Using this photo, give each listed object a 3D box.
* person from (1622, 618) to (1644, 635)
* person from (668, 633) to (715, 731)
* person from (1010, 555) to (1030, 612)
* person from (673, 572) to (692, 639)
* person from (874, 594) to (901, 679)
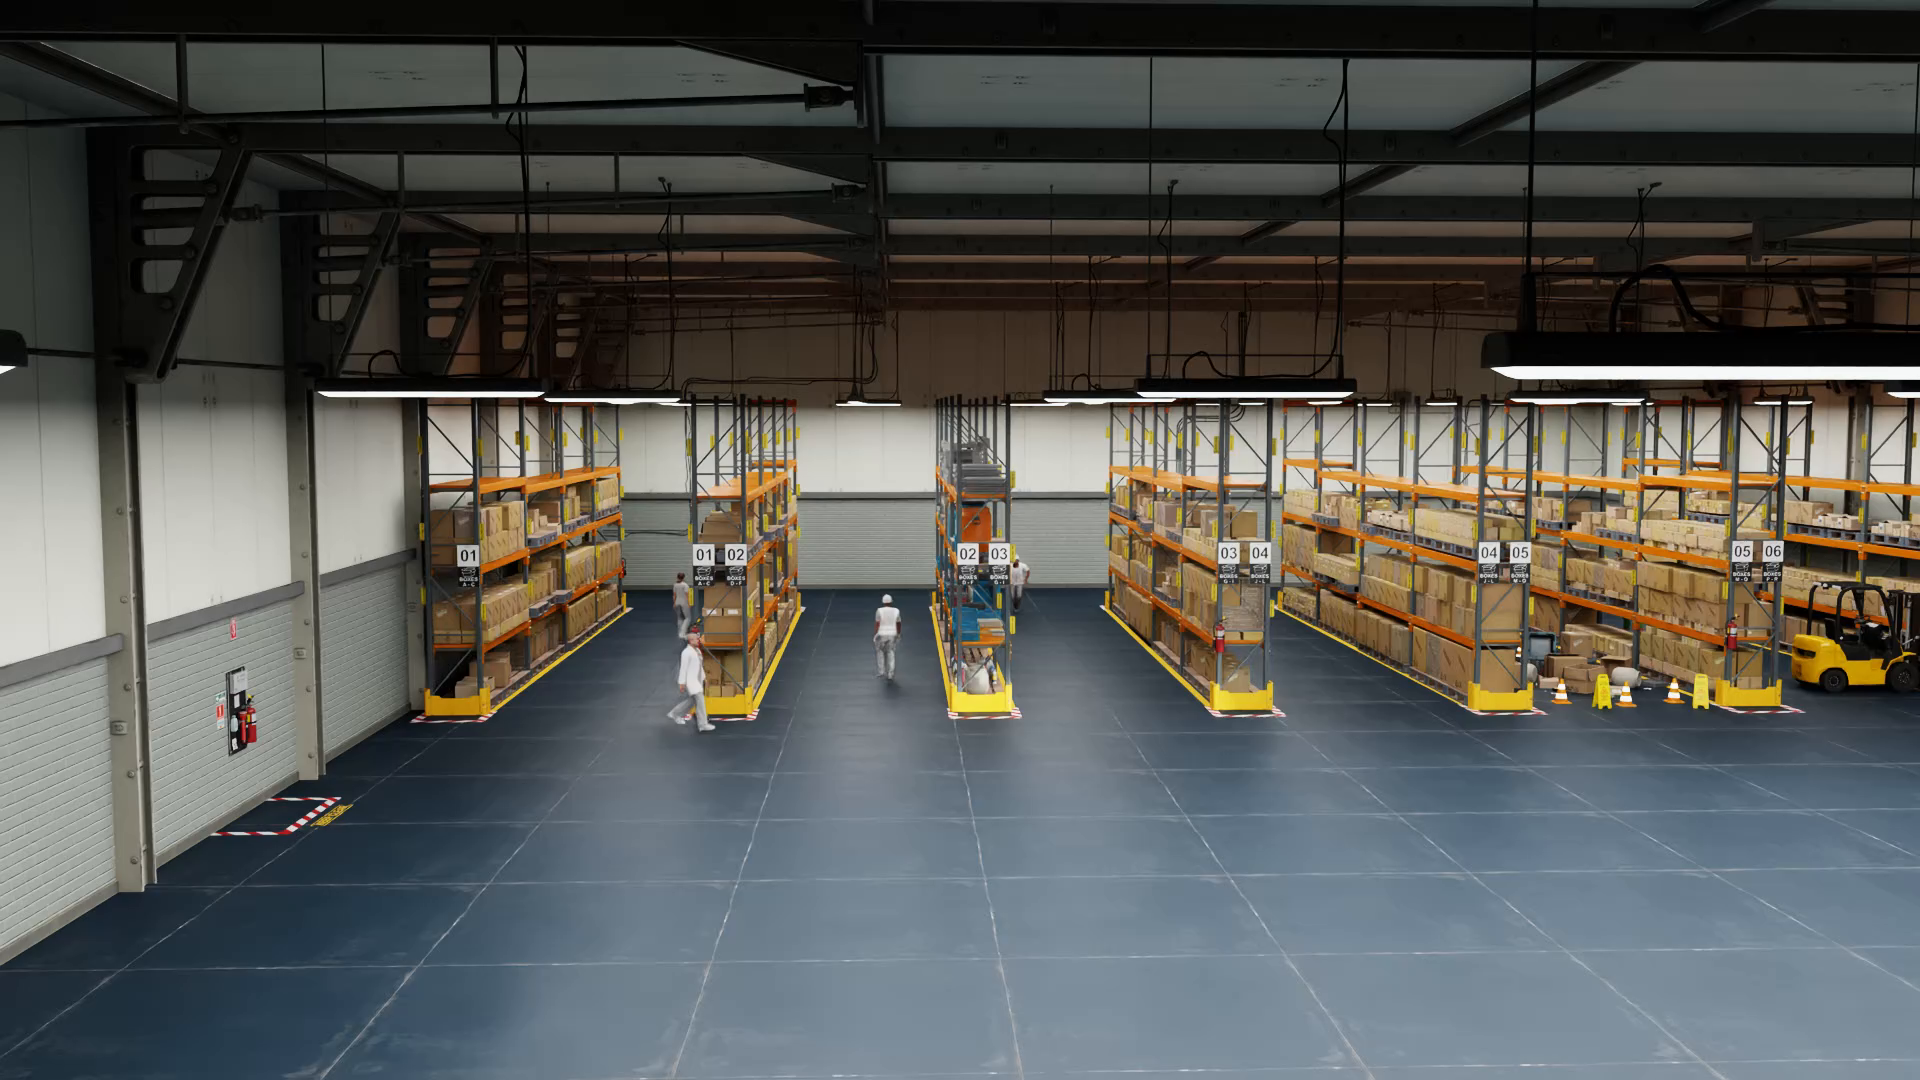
[{"bbox_3d":[16.479,1.637,40.711,0.563,1.784,0.774,0,4,-1],"label":"person"},{"bbox_3d":[-4.793,2.512,29.614,1.070,1.736,0.653,2,5,25],"label":"person"},{"bbox_3d":[1.586,1.222,46.648,0.720,1.666,0.699,0,5,6],"label":"person"},{"bbox_3d":[-6.944,1.635,41.442,0.491,1.668,0.507,2,5,25],"label":"person"},{"bbox_3d":[-1.544,2.069,35.363,0.602,1.819,0.556,-1,5,-13],"label":"person"}]
